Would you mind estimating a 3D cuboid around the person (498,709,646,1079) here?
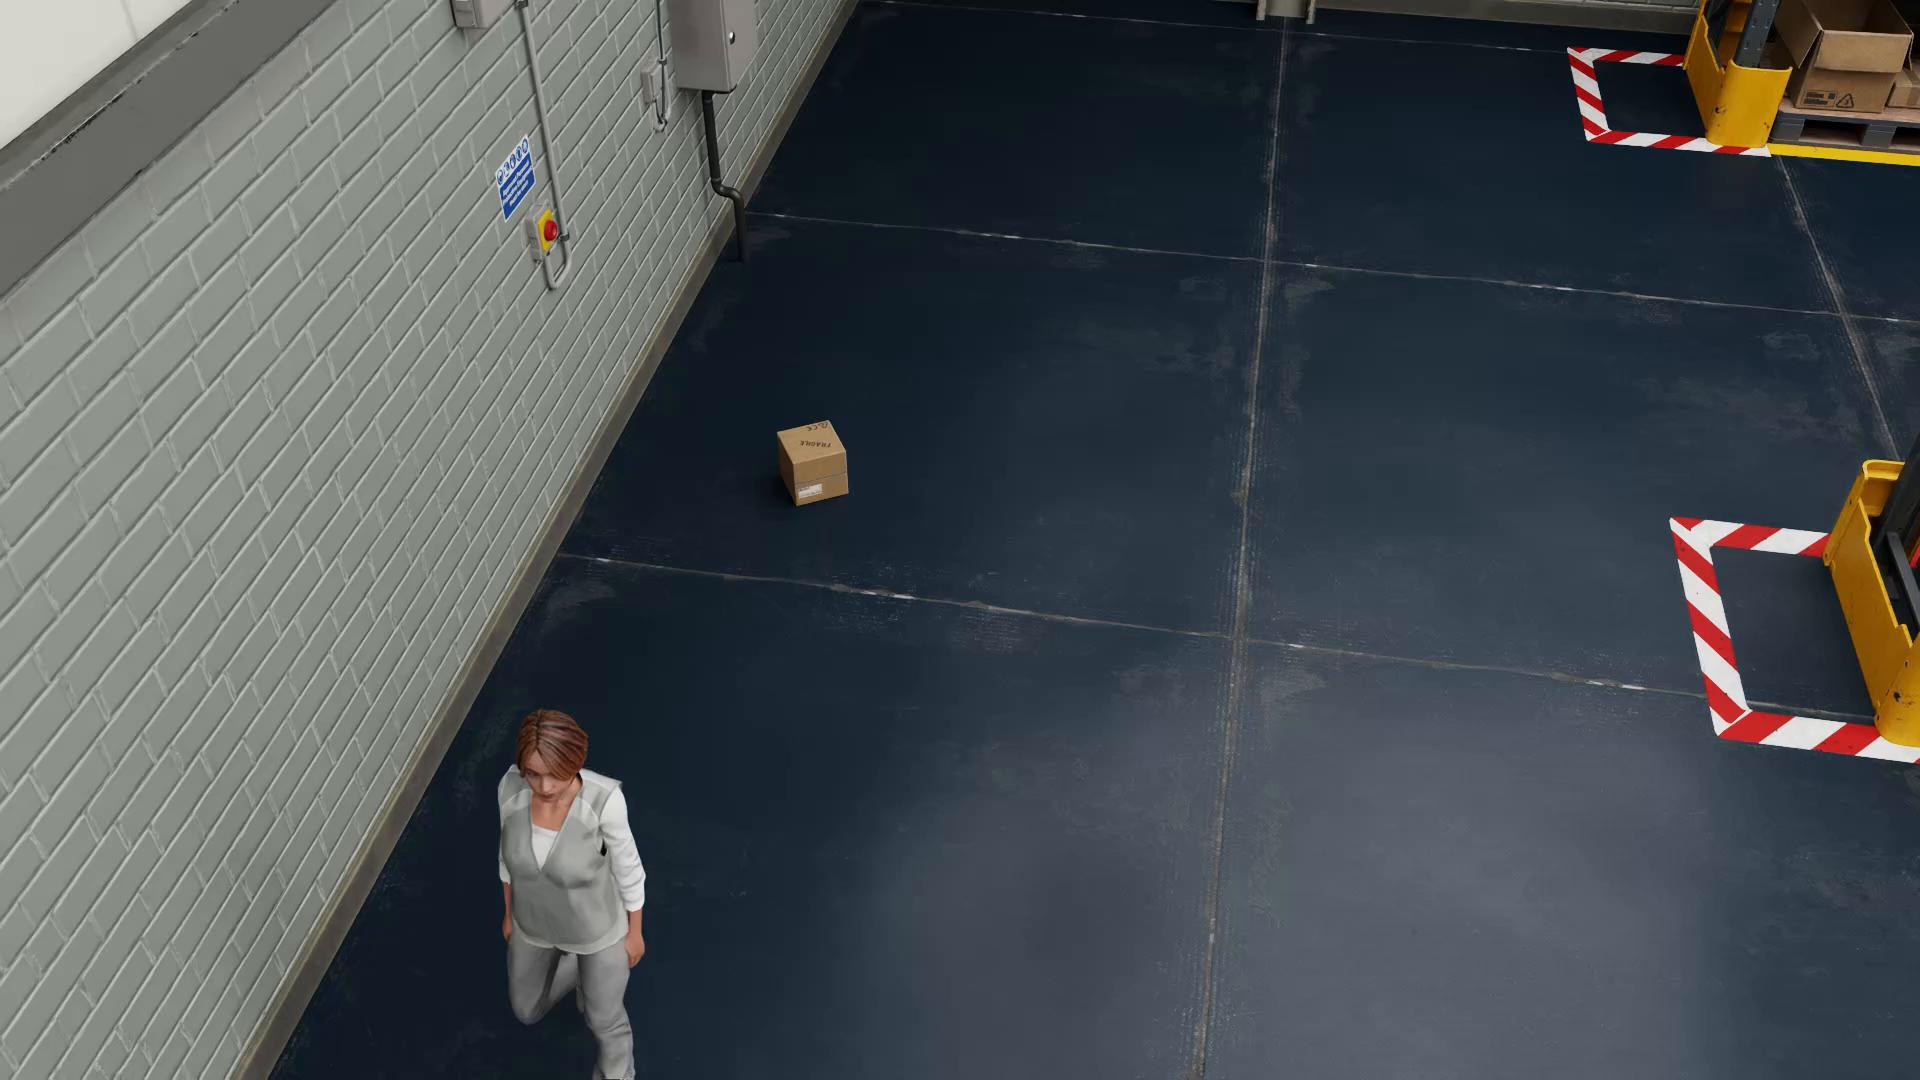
[{"bbox_3d":[-1.129,1.119,4.852,0.447,1.589,0.629,8,42,9],"label":"person"}]
